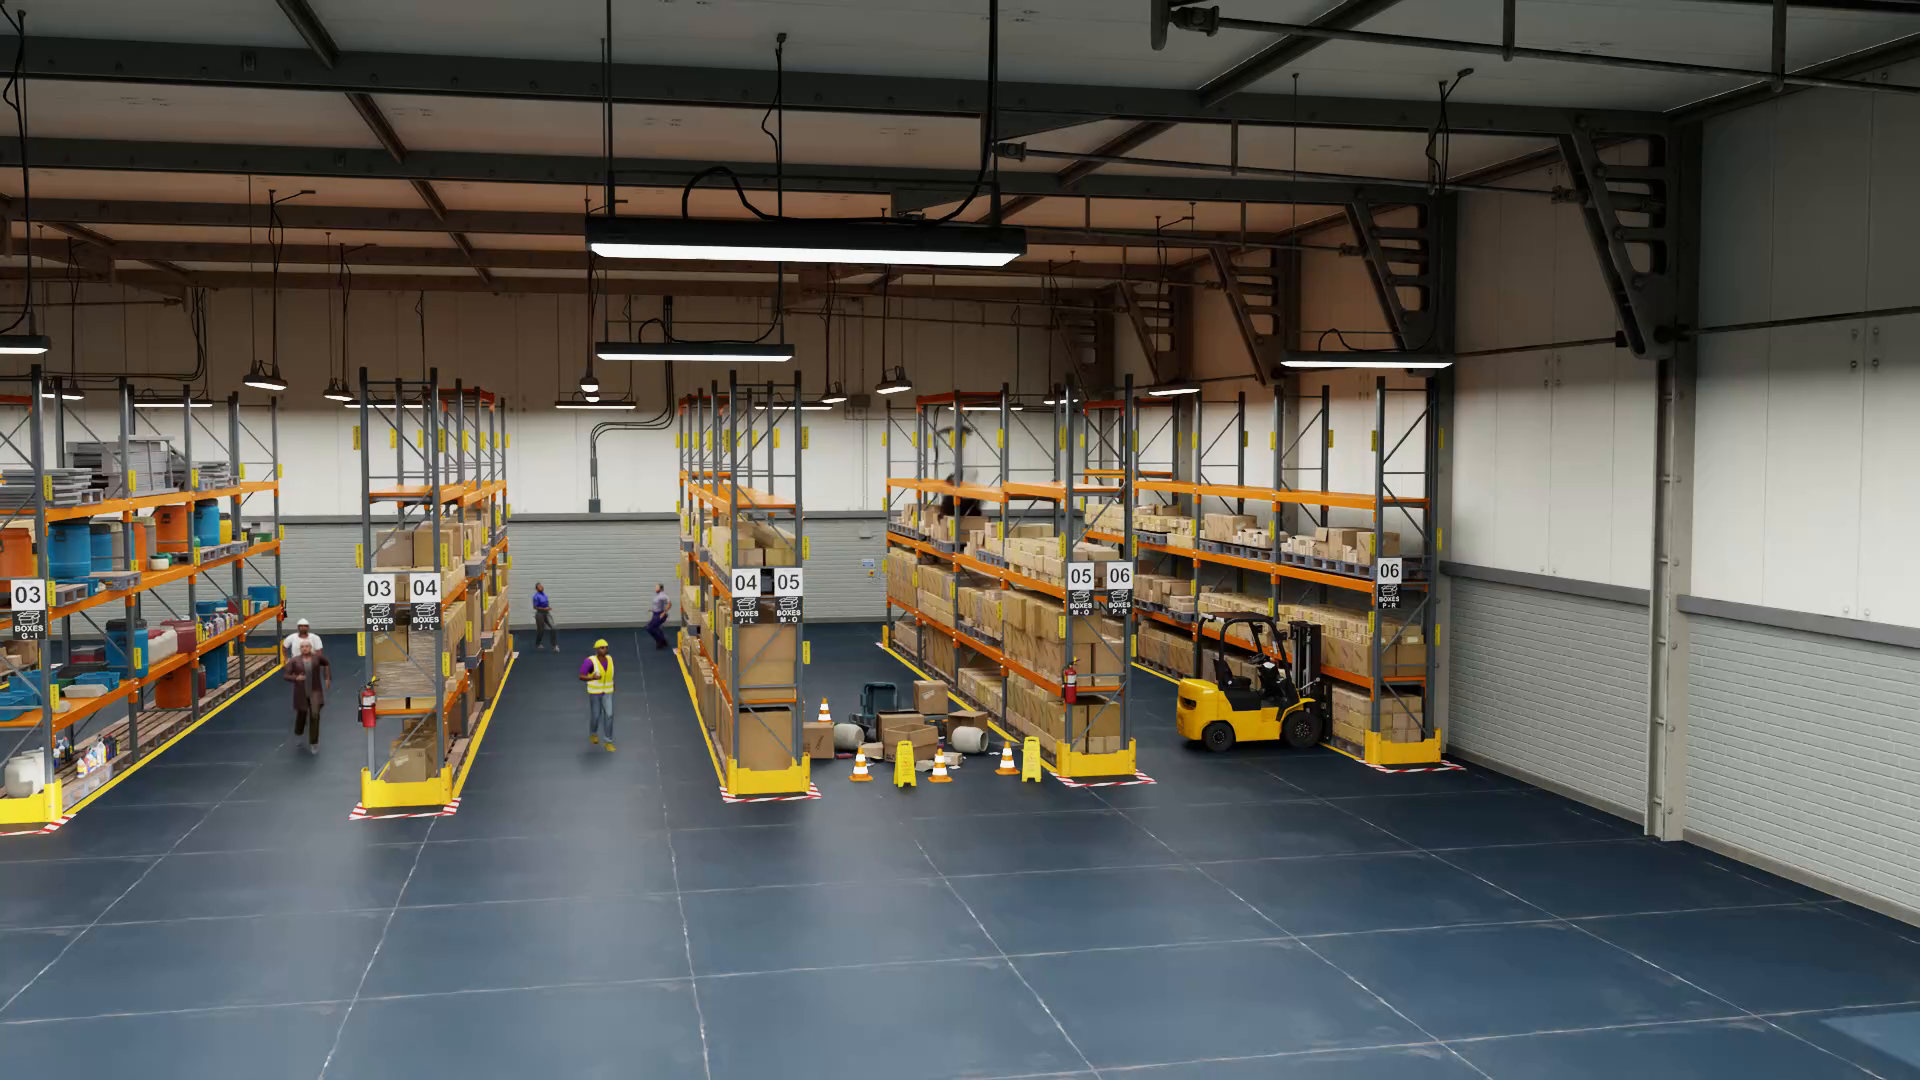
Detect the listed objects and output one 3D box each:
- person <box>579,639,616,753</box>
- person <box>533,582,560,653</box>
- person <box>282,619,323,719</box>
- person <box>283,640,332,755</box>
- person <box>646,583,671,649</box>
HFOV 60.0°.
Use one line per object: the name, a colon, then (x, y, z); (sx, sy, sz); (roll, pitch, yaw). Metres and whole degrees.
person: (-5.873, 2.511, 27.008); (0.670, 1.809, 0.869); (-2, 4, -32)
person: (-9.904, 1.833, 39.456); (0.804, 1.663, 0.563); (2, 4, 31)
person: (-11.902, 2.332, 30.136); (0.670, 1.823, 0.751); (-2, 4, -26)
person: (-10.540, 2.514, 26.886); (0.728, 1.829, 1.002); (-1, 4, -23)
person: (-7.245, 1.834, 39.930); (0.599, 1.589, 0.667); (-2, 4, -27)
